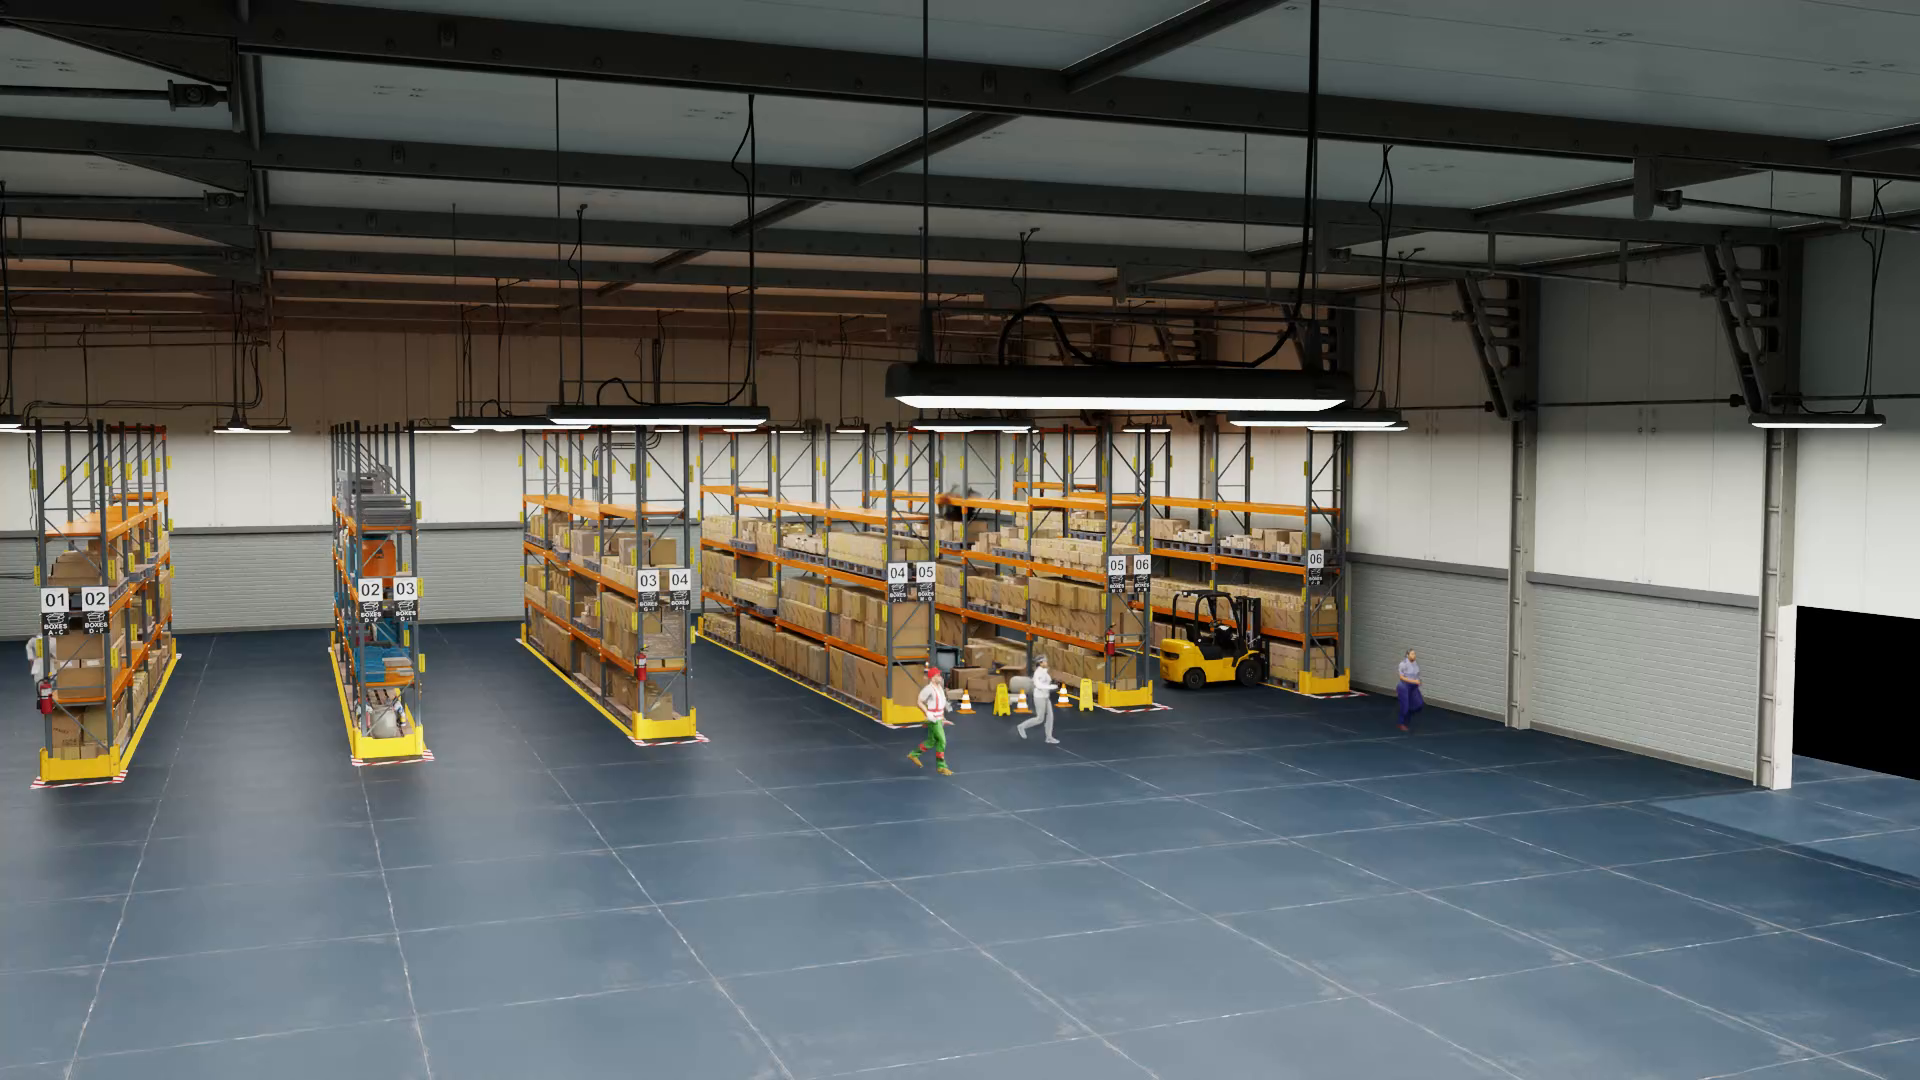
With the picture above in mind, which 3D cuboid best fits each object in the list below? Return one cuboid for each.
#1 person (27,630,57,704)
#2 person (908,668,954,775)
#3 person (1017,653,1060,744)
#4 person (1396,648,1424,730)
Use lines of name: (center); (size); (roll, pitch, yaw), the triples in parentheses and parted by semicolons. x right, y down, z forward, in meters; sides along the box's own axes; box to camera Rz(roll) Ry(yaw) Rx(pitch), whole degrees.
person: (-19.142, 2.672, 34.786); (0.691, 1.762, 0.799); (-2, 4, -24)
person: (-0.490, 3.055, 28.212); (0.861, 1.802, 0.643); (1, 4, 19)
person: (1.468, 2.941, 30.916); (0.813, 1.676, 0.573); (1, 4, 16)
person: (8.751, 2.903, 32.282); (0.587, 1.614, 0.603); (-2, 4, -29)
